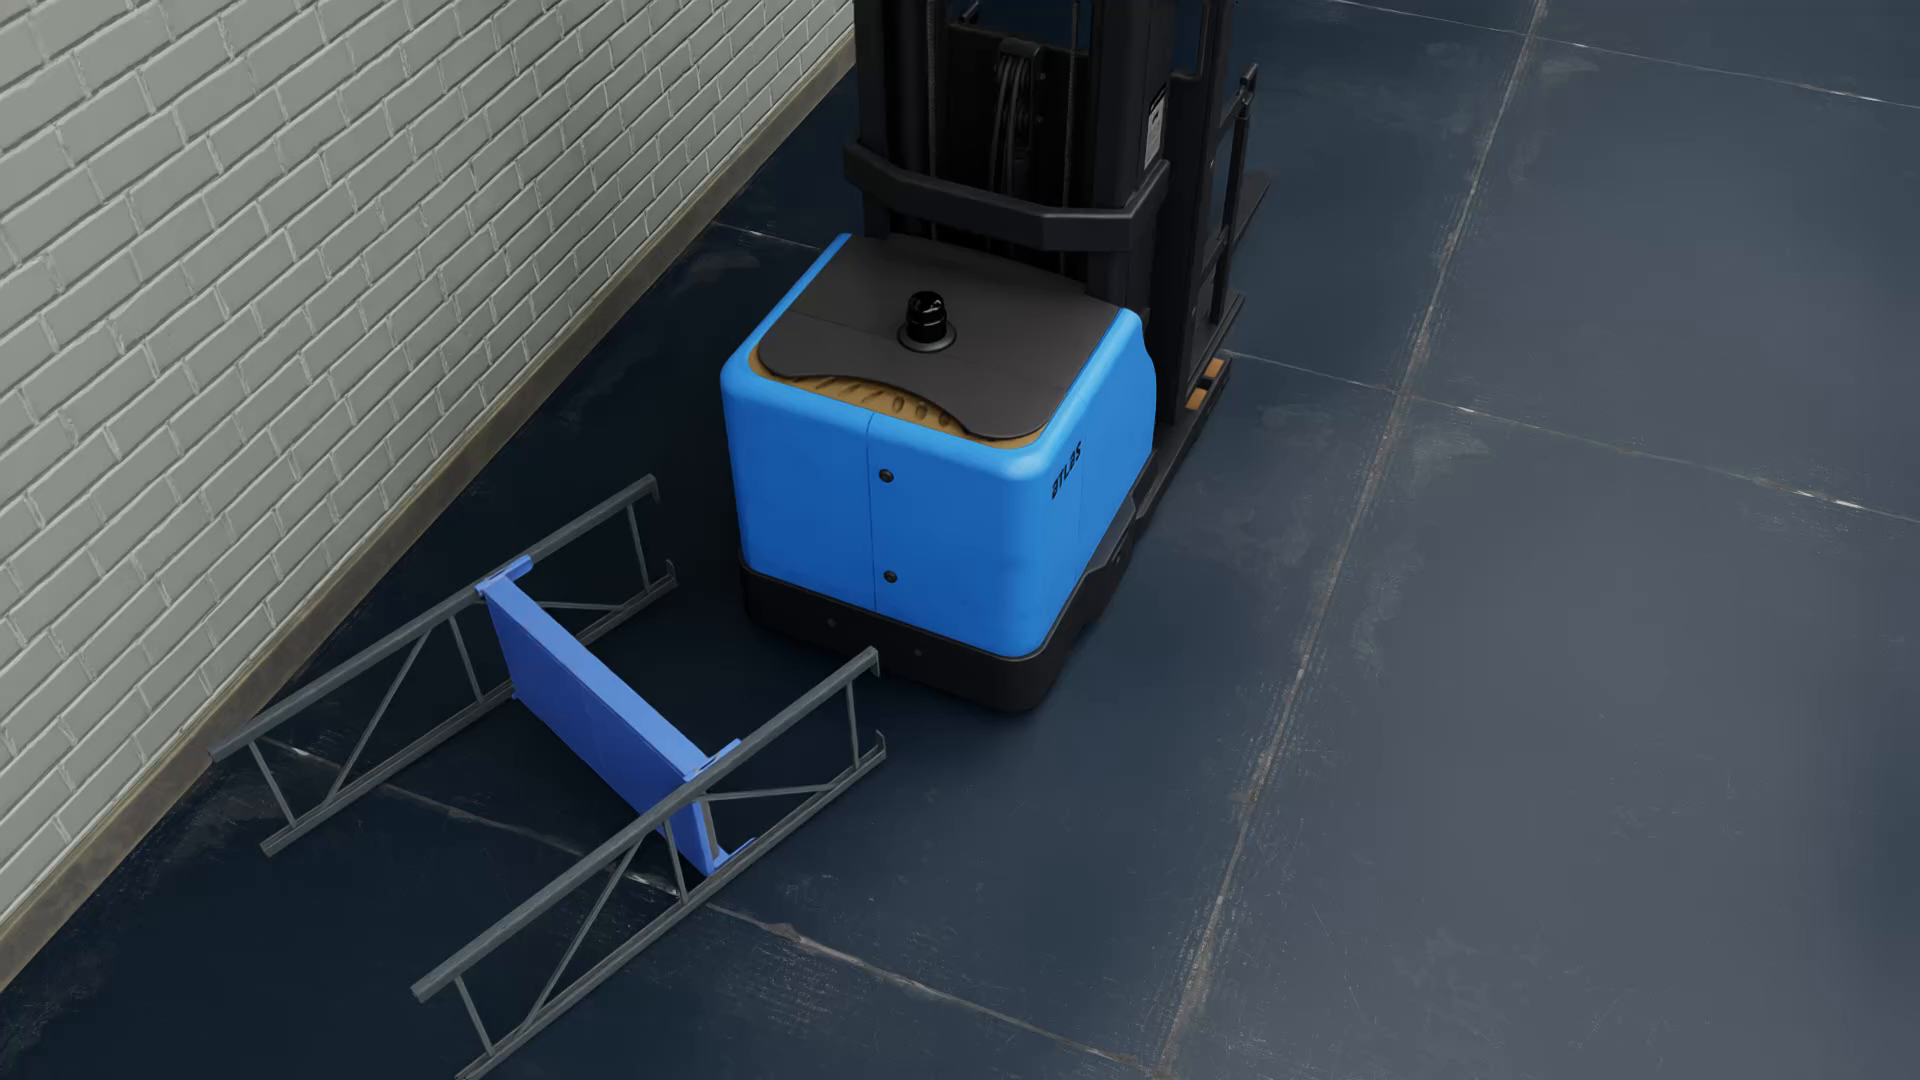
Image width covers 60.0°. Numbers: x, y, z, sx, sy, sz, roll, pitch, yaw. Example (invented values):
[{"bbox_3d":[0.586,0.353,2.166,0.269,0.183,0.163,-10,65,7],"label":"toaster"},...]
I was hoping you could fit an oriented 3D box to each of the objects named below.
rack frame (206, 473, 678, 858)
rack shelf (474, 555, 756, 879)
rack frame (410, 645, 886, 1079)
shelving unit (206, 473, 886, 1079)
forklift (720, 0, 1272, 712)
[{"bbox_3d":[-1.487,0.356,5.012,1.500,0.500,0.032,-36,55,-29],"label":"rack frame"},{"bbox_3d":[-1.001,0.518,4.845,0.185,0.538,1.000,-36,55,-29],"label":"rack shelf"},{"bbox_3d":[-0.769,0.864,4.502,1.500,0.500,0.032,-36,55,-29],"label":"rack frame"},{"bbox_3d":[-1.128,0.610,4.757,1.500,0.538,1.048,-36,55,-29],"label":"shelving unit"},{"bbox_3d":[0.371,-1.558,5.238,1.130,2.935,3.031,18,48,17],"label":"forklift"}]
